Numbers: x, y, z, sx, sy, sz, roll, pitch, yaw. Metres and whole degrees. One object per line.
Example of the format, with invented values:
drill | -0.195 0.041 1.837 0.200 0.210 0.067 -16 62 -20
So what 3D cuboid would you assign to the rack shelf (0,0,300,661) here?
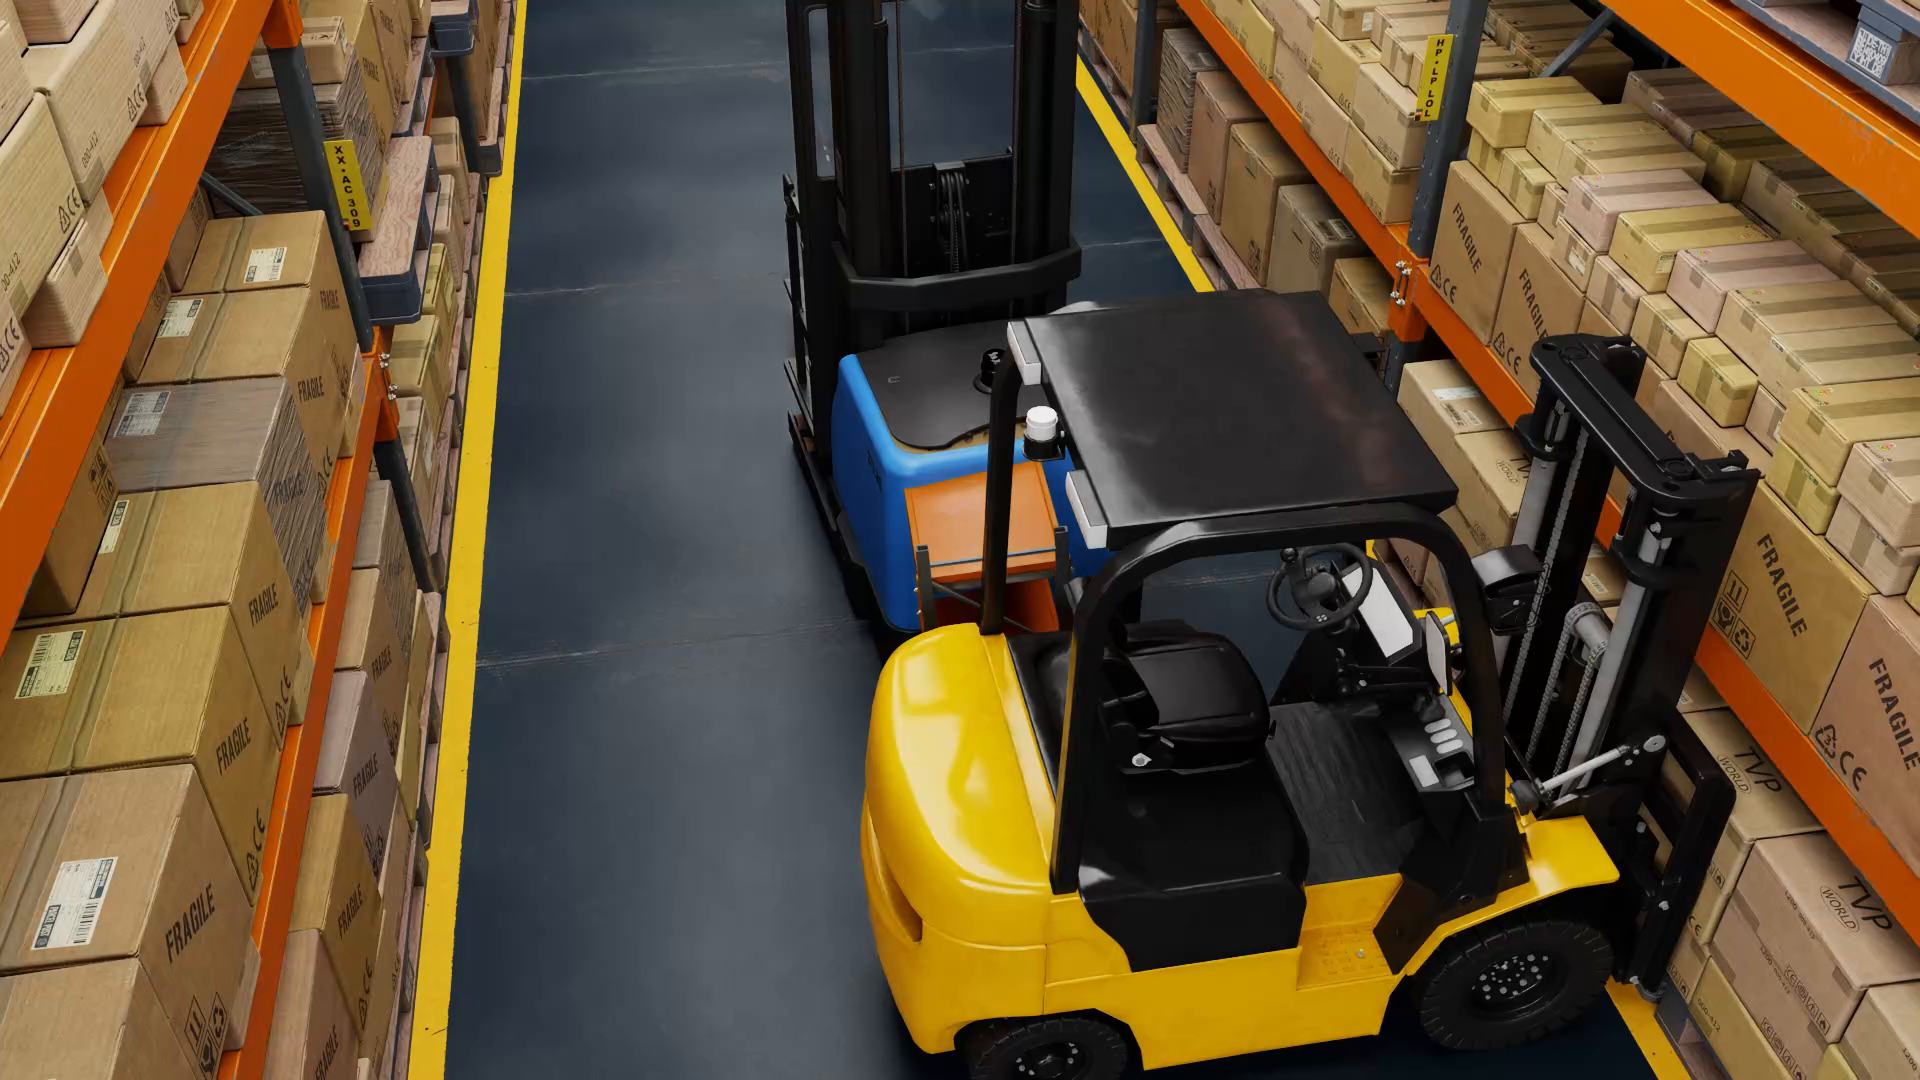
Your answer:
rack shelf | -2.261 -0.489 3.576 1.077 0.370 4.000 -6 38 -8

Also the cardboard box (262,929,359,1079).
cardboard box | -1.881 1.396 4.295 0.500 0.500 0.500 -8 38 -10

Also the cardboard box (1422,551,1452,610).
cardboard box | 2.137 0.220 6.421 0.500 0.250 0.500 -7 38 -9

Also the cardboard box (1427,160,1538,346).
cardboard box | 2.095 -1.076 6.109 0.500 0.500 0.500 -7 38 -9

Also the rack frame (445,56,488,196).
rack frame | -3.313 -3.213 8.941 1.000 3.000 0.127 -6 38 -8

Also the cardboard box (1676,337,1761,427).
cardboard box | 2.322 -0.472 4.802 0.380 0.149 0.250 -7 38 -9

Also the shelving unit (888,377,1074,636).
shelving unit | 0.083 0.123 6.143 0.538 1.125 1.048 -8 39 -3

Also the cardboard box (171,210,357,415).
cardboard box | -2.289 -0.712 5.398 0.500 0.500 0.500 -7 38 -9

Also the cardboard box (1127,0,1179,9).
cardboard box | 1.237 -3.455 10.419 0.380 0.149 0.250 -8 39 -10

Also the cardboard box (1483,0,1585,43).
cardboard box | 2.385 -2.183 7.004 0.380 0.149 0.250 -6 38 -8

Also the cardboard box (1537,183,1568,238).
cardboard box | 2.191 -1.097 5.607 0.380 0.149 0.250 -6 38 -8

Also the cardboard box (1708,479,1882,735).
cardboard box | 2.459 0.151 4.530 0.500 0.500 0.500 -7 38 -9

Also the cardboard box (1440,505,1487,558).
cardboard box | 2.145 0.019 6.272 0.500 0.250 0.500 -6 38 -8

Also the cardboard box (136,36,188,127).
cardboard box | -2.090 -1.101 3.982 0.380 0.149 0.250 -5 38 -7

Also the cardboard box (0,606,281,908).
cardboard box | -1.905 0.526 3.804 0.500 0.500 0.500 -7 38 -9

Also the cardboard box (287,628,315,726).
cardboard box | -1.978 0.386 4.513 0.380 0.149 0.250 -6 38 -8

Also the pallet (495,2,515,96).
pallet | -3.588 -3.331 11.366 1.003 0.211 1.213 -6 38 -8

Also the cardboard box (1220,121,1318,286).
cardboard box | 1.909 -1.798 8.713 0.875 0.625 0.625 -8 39 -10

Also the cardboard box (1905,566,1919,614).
cardboard box | 2.547 0.143 4.011 0.380 0.149 0.250 -6 38 -8

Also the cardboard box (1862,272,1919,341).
cardboard box | 2.834 -0.652 4.792 0.380 0.149 0.250 -5 38 -7

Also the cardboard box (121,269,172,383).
cardboard box | -2.680 -0.749 4.630 0.700 0.500 0.500 -6 38 -8

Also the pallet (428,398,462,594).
pallet | -2.750 -0.166 7.291 1.003 0.211 1.213 -6 38 -8

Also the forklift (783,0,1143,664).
forklift | -0.172 -1.528 6.828 1.130 2.935 3.031 -10 39 -13

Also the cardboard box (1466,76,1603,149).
cardboard box | 2.038 -1.522 5.911 0.380 0.149 0.250 -5 38 -7

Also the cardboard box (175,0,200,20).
cardboard box | -2.180 -1.497 4.167 0.500 0.250 0.500 -7 38 -9

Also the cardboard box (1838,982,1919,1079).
cardboard box | 2.588 1.364 4.134 0.500 0.250 0.500 -5 38 -6

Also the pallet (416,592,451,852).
pallet | -2.460 0.706 6.169 1.003 0.211 1.213 -6 38 -8

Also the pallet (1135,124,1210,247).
pallet | 1.679 -2.146 9.841 1.003 0.211 1.213 -6 38 -8

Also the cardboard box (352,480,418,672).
cardboard box | -2.244 0.155 5.893 0.500 0.500 0.500 -7 38 -9

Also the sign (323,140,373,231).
sign | -2.079 -1.202 5.646 0.100 0.325 0.005 -6 38 -8

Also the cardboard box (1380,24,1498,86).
cardboard box | 1.932 -1.965 6.724 0.380 0.149 0.250 -7 38 -9

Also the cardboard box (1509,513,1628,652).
cardboard box | 2.228 0.127 5.725 0.500 0.250 0.500 -5 38 -6

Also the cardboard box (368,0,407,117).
cardboard box | -2.574 -2.036 6.760 0.500 0.500 0.500 -6 38 -8

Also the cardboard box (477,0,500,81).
cardboard box | -3.505 -3.505 10.706 0.875 0.875 0.875 -6 38 -7

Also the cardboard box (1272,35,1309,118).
cardboard box | 1.778 -2.156 7.703 0.500 0.250 0.500 -6 38 -8

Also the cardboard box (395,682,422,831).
cardboard box | -2.141 0.772 5.710 0.500 0.250 0.500 -7 38 -9

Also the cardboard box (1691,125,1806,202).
cardboard box | 2.690 -1.271 5.589 0.380 0.149 0.250 -7 38 -8

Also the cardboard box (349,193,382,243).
cardboard box | -2.398 -1.231 6.252 0.380 0.149 0.250 -6 38 -7

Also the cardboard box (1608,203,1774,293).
cardboard box | 2.242 -0.900 5.111 0.380 0.149 0.250 -7 38 -9

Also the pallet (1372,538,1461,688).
pallet | 2.372 0.253 6.752 1.003 0.211 1.213 -6 38 -8

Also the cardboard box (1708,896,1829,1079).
cardboard box | 2.505 1.241 4.699 0.500 0.250 0.500 -7 38 -8

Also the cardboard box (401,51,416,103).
cardboard box | -2.599 -2.022 7.270 0.380 0.149 0.250 -5 38 -6

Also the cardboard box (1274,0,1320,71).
cardboard box | 1.755 -2.360 7.557 0.500 0.250 0.500 -6 38 -7

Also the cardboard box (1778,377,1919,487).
cardboard box | 2.383 -0.284 4.318 0.380 0.149 0.250 -6 38 -7

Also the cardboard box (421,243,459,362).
cardboard box | -2.959 -1.095 8.014 0.950 0.372 0.625 -5 38 -6

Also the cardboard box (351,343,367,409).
cardboard box | -2.256 -0.536 5.700 0.380 0.149 0.250 -7 38 -8

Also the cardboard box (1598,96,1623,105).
cardboard box | 2.437 -1.805 6.843 0.500 0.250 0.500 -7 38 -9

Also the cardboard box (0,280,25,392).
cardboard box | -1.815 -0.261 2.576 0.500 0.250 0.500 -7 38 -9

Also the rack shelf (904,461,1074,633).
rack shelf | 0.061 -0.105 5.961 0.538 0.278 1.000 -8 39 -3
